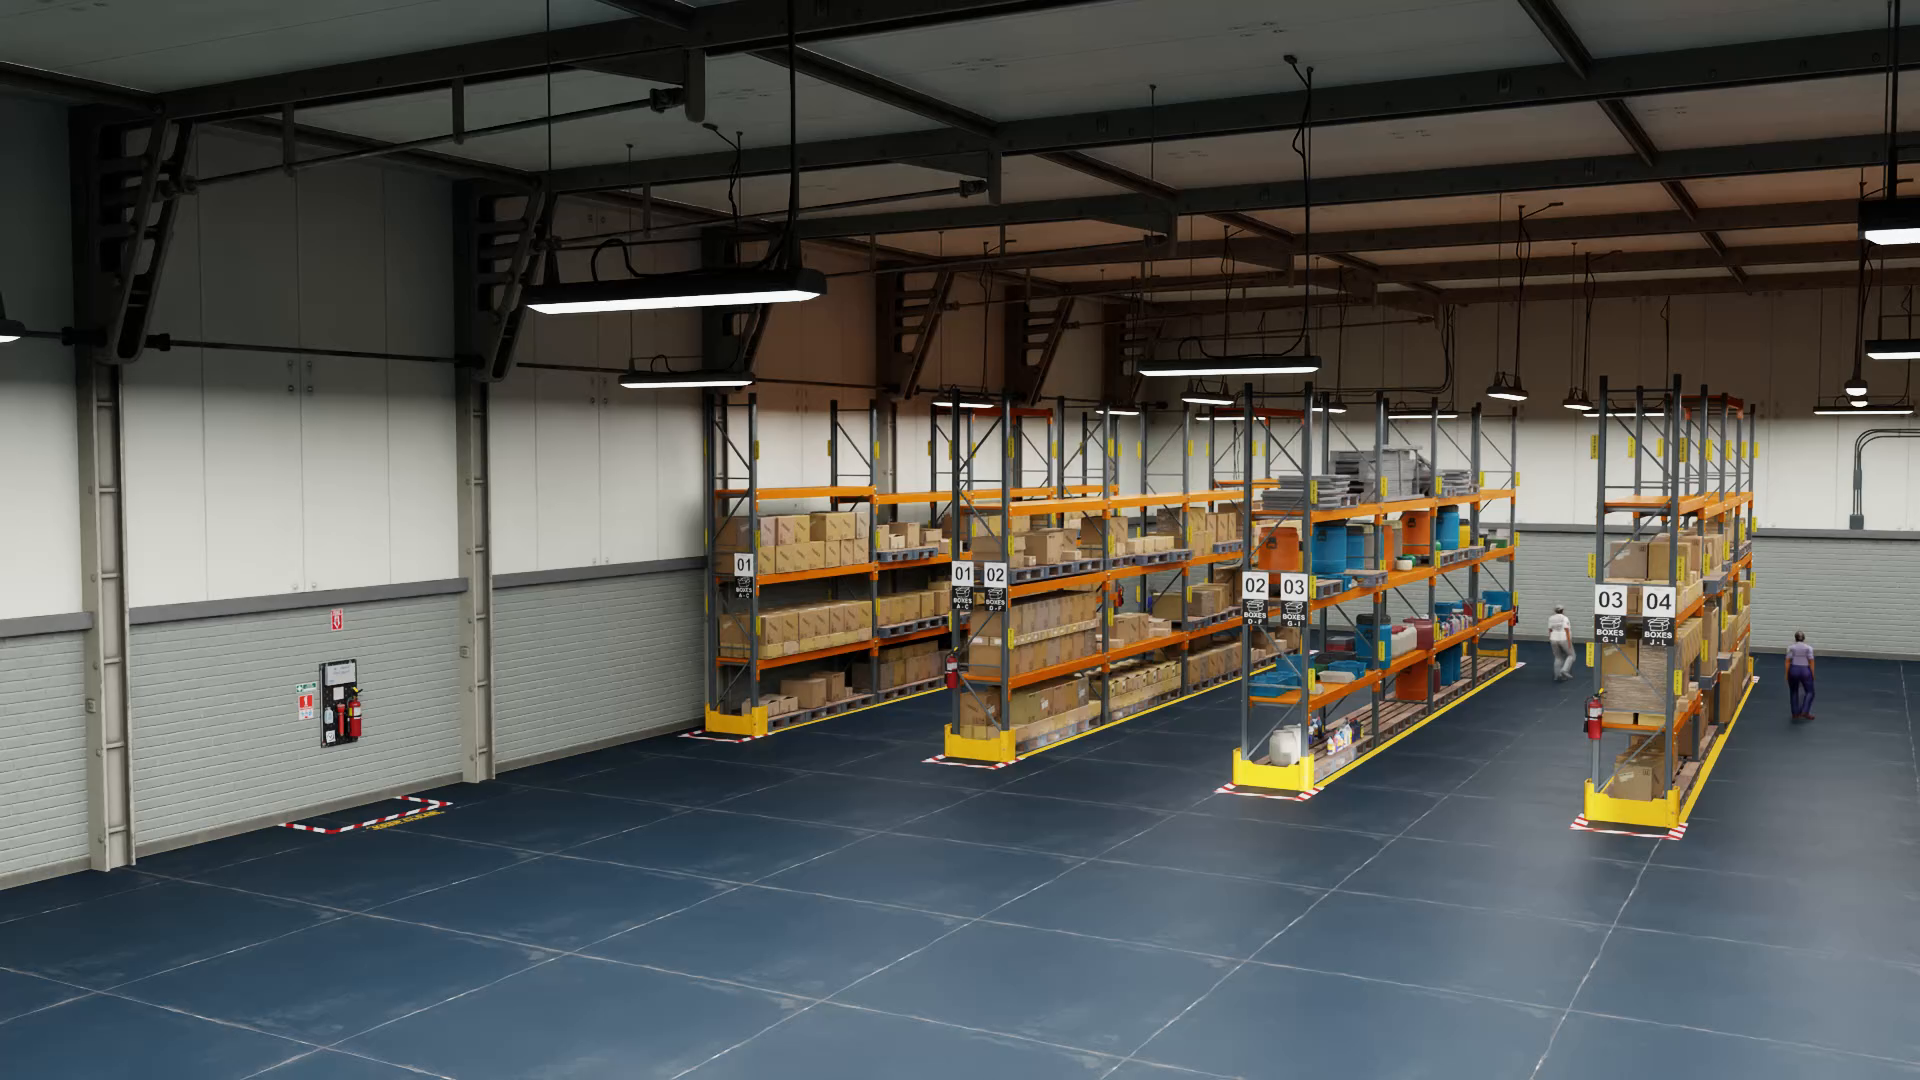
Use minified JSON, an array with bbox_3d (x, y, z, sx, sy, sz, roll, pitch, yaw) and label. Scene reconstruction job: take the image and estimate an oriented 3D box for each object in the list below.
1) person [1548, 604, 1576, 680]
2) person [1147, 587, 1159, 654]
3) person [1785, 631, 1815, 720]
[{"bbox_3d":[13.060,2.221,36.053,0.442,1.665,0.629,-2,4,-38],"label":"person"},{"bbox_3d":[4.702,1.971,40.828,0.450,1.657,0.519,0,3,-8],"label":"person"},{"bbox_3d":[15.631,2.516,30.926,0.525,1.644,0.507,2,4,30],"label":"person"}]
